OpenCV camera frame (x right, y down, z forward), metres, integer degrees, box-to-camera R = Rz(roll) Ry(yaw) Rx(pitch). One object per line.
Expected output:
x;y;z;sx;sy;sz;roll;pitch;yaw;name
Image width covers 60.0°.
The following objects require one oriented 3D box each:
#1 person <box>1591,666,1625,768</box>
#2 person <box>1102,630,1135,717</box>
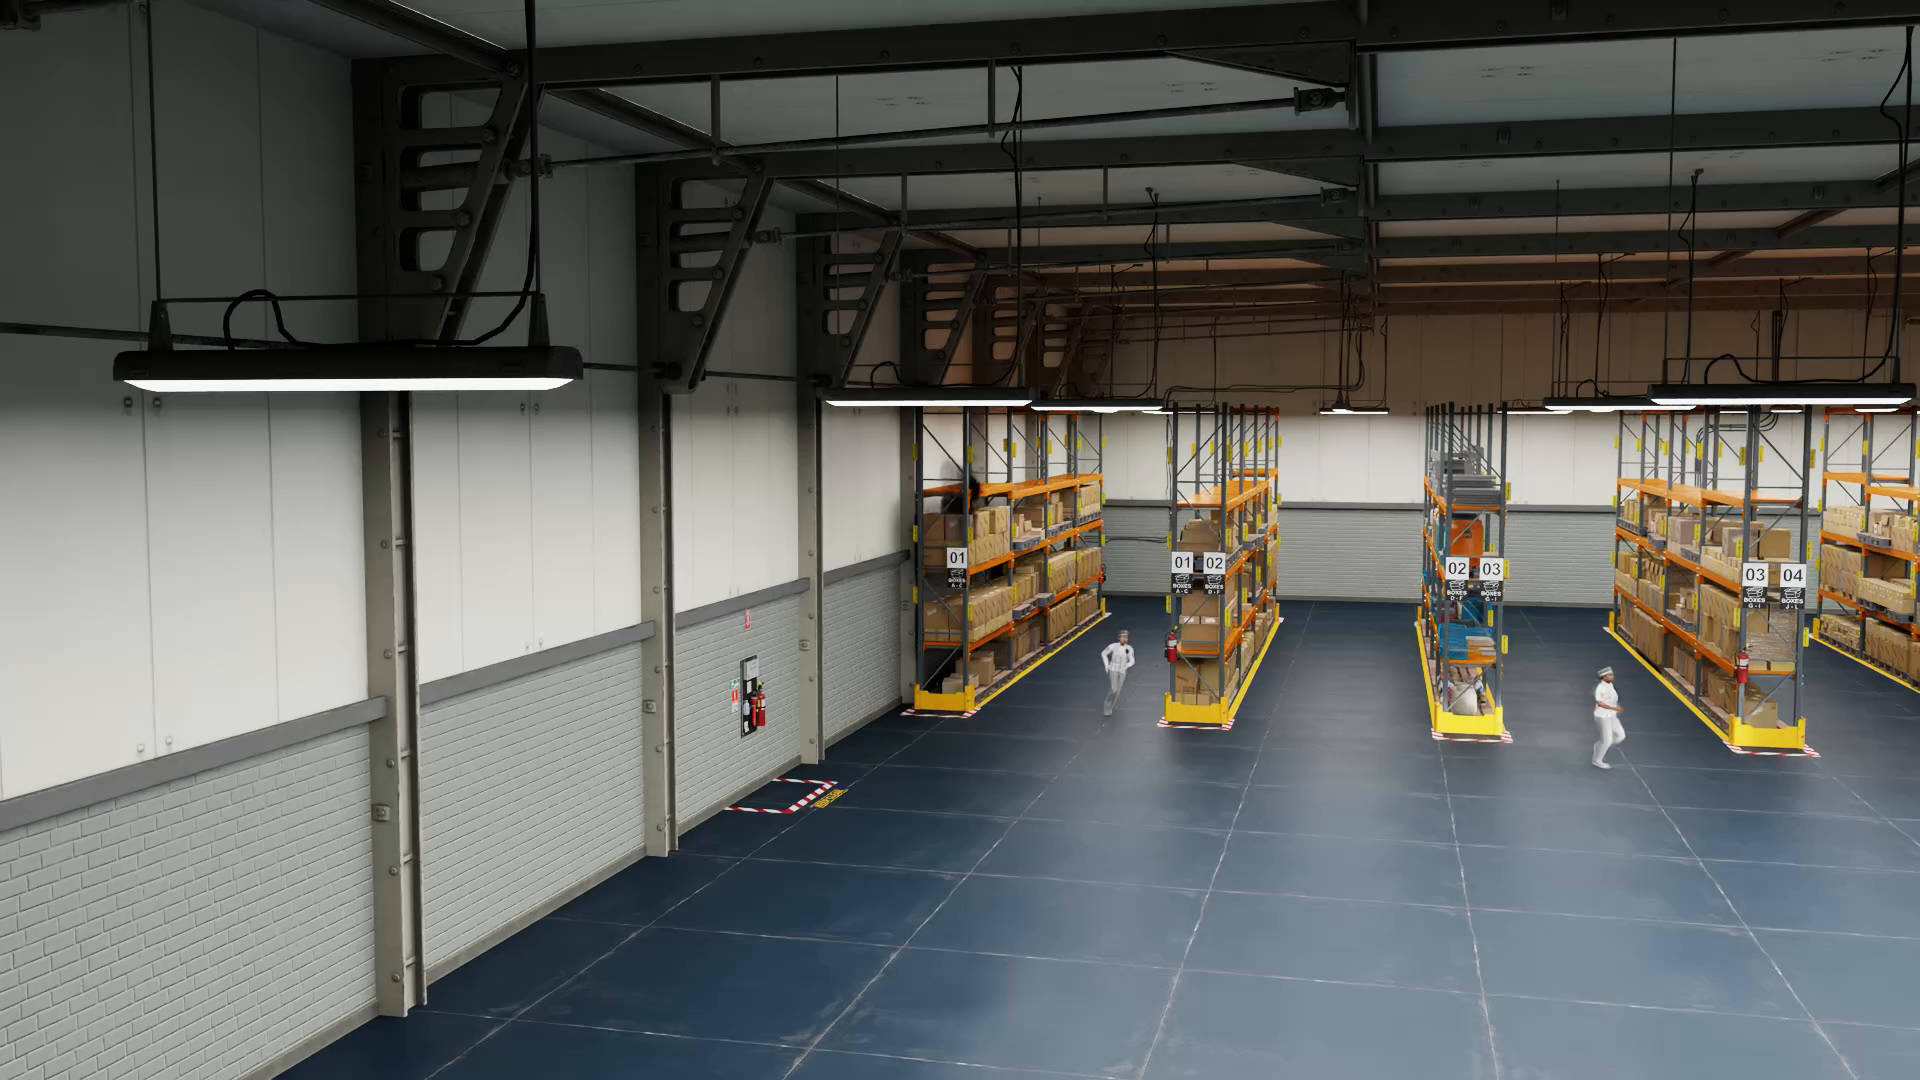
10.585;2.885;27.135;0.537;1.672;0.591;4;6;41;person
3.041;2.553;31.836;0.612;1.669;0.609;-1;4;-9;person
